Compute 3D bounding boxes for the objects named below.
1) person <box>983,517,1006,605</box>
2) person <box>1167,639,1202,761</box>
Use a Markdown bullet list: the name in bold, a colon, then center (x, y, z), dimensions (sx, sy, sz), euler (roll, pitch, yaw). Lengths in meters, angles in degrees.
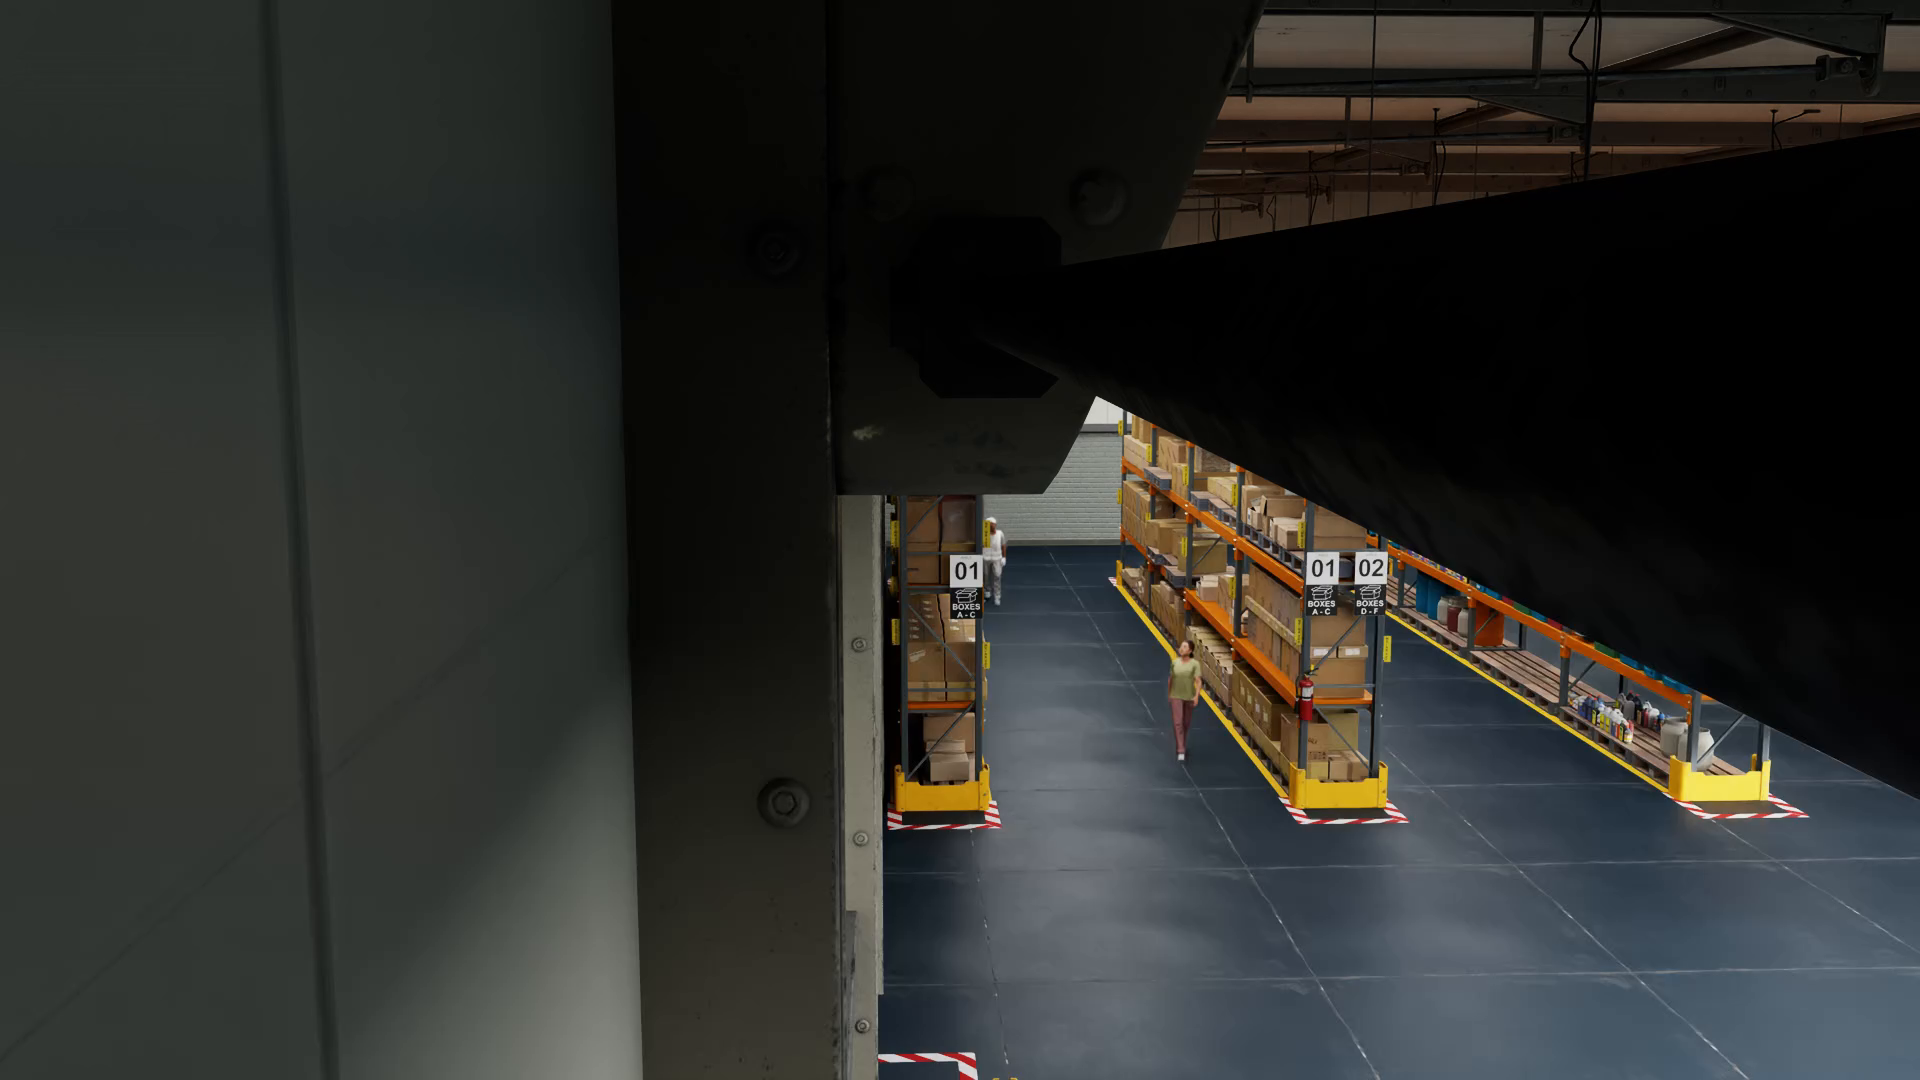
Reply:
- **person**: center (0.656, 0.404, 34.268), dimensions (0.604, 1.744, 0.992), euler (0, 8, -3)
- **person**: center (3.094, 2.172, 22.809), dimensions (0.434, 1.603, 1.039), euler (-1, 8, -4)
